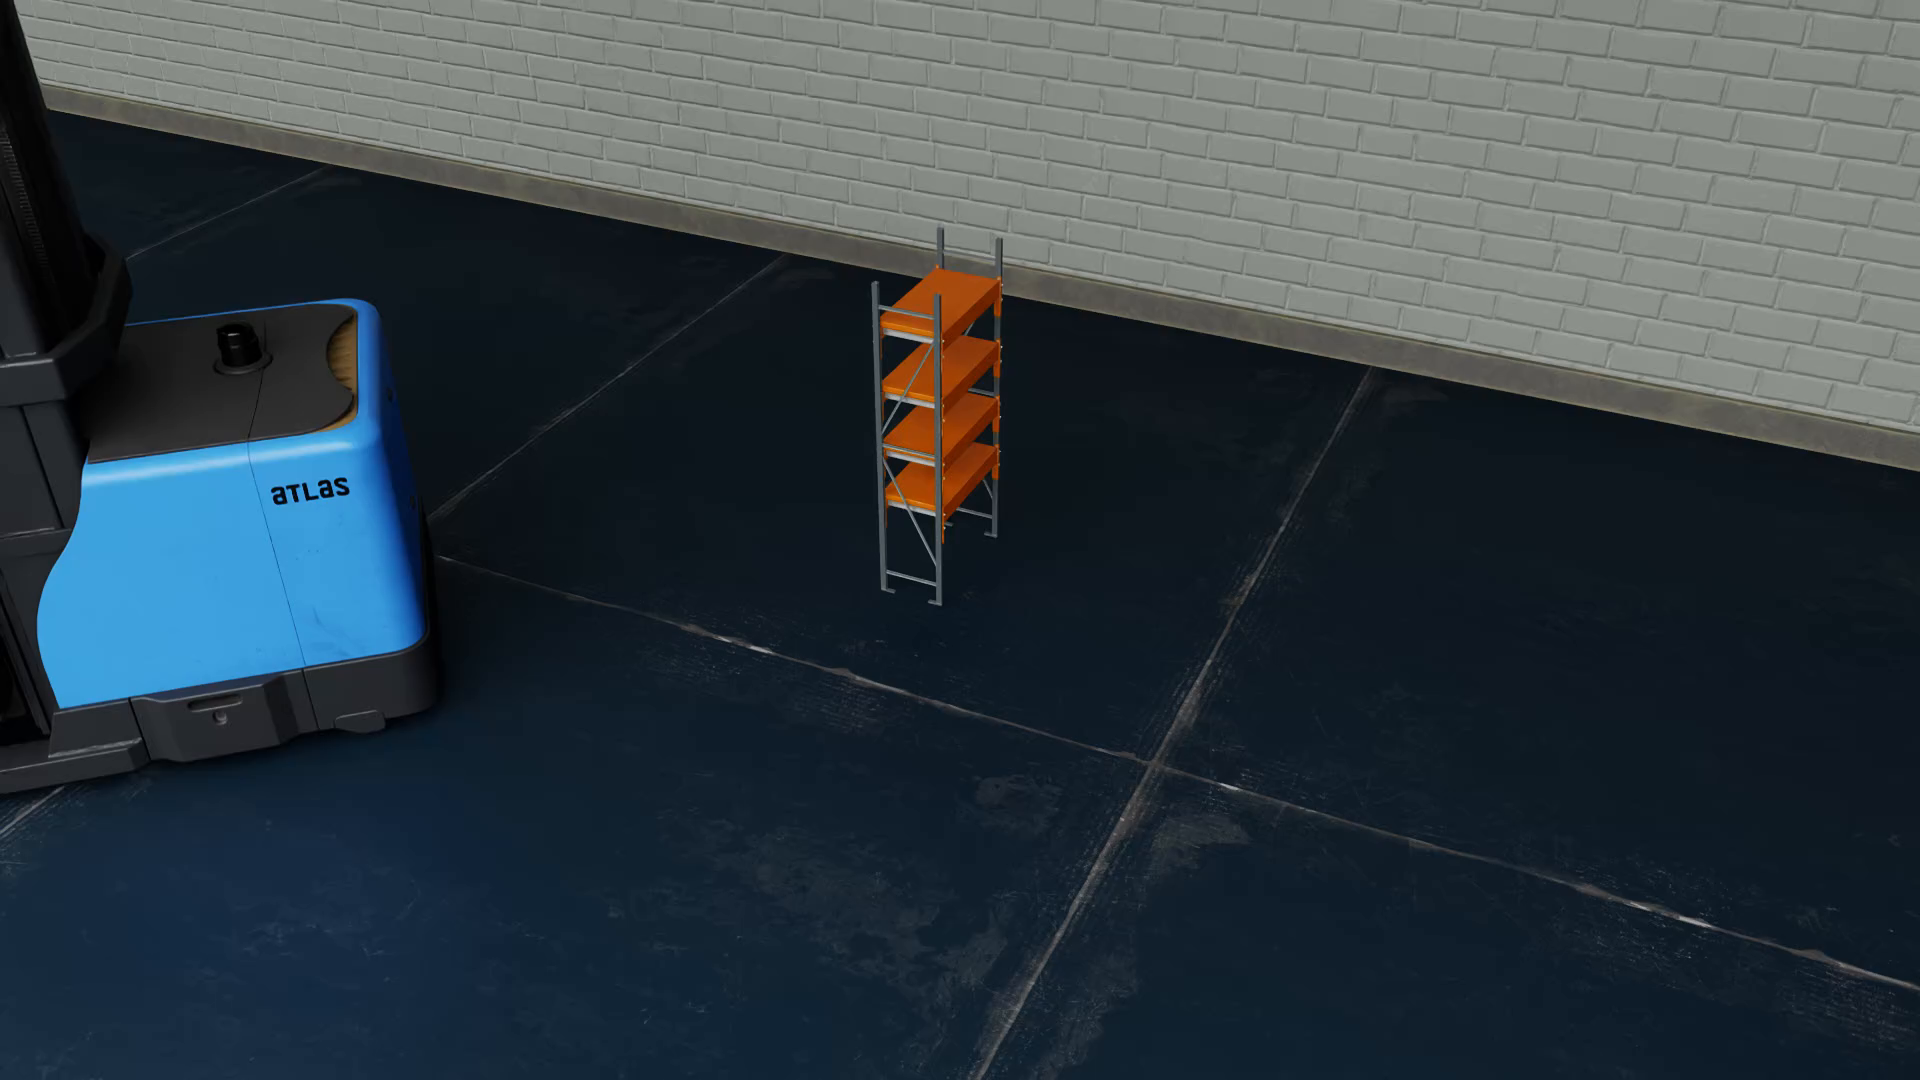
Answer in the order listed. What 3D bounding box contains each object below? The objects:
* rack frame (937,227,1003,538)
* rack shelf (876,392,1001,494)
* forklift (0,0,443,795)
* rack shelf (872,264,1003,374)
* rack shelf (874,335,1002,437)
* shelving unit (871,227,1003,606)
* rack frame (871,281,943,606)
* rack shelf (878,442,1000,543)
[{"bbox_3d":[0.033,-0.541,5.981,0.240,1.200,0.015,14,36,20],"label":"rack frame"},{"bbox_3d":[-0.069,-0.363,5.832,0.258,0.148,0.480,14,36,20],"label":"rack shelf"},{"bbox_3d":[-3.246,-0.661,4.585,3.031,2.935,1.130,-9,34,-14],"label":"forklift"},{"bbox_3d":[-0.069,-0.748,5.580,0.258,0.148,0.480,14,36,20],"label":"rack shelf"},{"bbox_3d":[-0.069,-0.550,5.710,0.258,0.148,0.480,14,36,20],"label":"rack shelf"},{"bbox_3d":[-0.069,-0.419,5.795,0.258,1.200,0.503,14,36,20],"label":"shelving unit"},{"bbox_3d":[-0.171,-0.298,5.610,0.240,1.200,0.015,14,36,20],"label":"rack frame"},{"bbox_3d":[-0.069,-0.197,5.941,0.258,0.148,0.480,14,36,20],"label":"rack shelf"}]
